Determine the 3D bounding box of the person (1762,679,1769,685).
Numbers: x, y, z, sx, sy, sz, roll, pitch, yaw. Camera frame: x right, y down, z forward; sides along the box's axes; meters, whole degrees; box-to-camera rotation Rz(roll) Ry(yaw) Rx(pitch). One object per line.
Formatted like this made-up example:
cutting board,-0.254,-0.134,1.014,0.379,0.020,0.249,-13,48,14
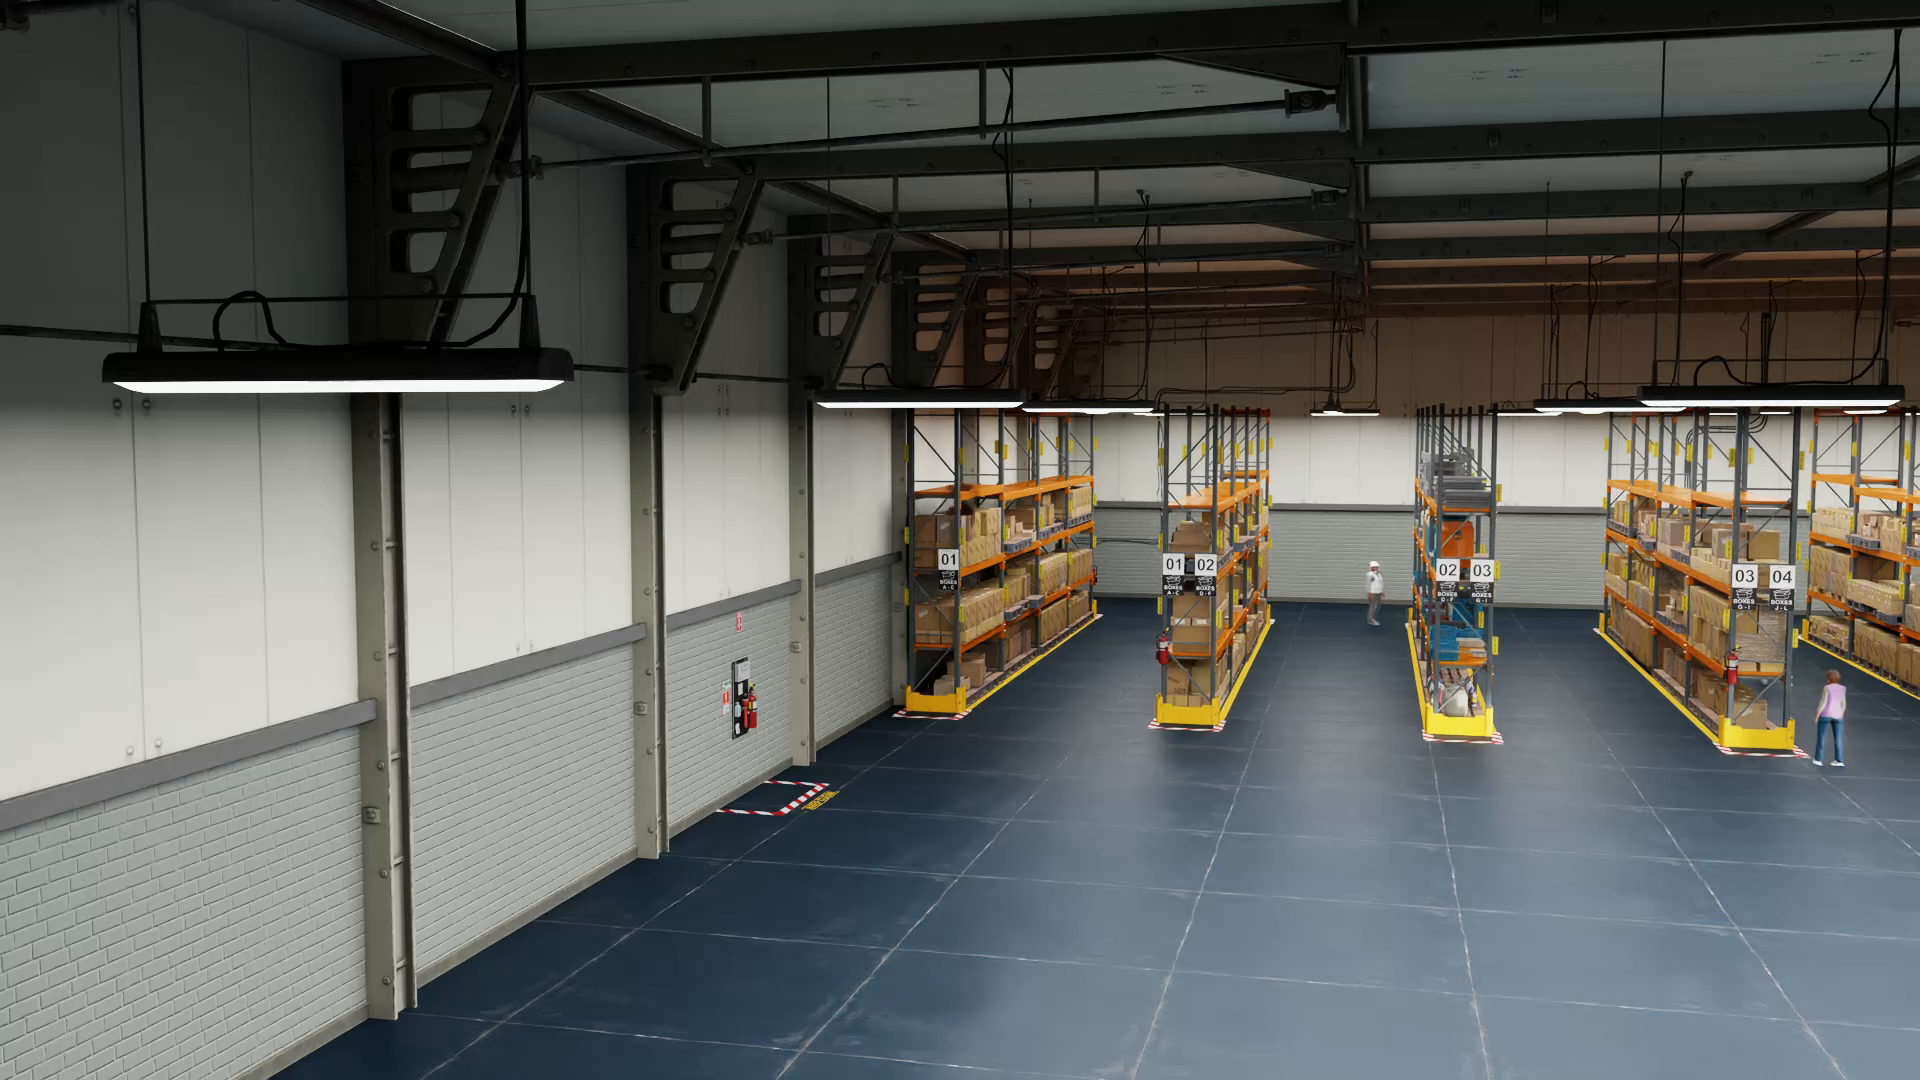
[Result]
person,17.416,2.286,35.817,0.425,1.635,0.983,1,4,13

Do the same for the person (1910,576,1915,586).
person,24.808,1.732,43.485,0.612,1.656,0.441,1,4,17

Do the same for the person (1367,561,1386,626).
person,11.542,1.476,46.200,0.416,1.778,0.603,4,6,44

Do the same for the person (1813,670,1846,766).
person,14.351,2.931,27.436,0.461,1.603,0.397,1,4,13
